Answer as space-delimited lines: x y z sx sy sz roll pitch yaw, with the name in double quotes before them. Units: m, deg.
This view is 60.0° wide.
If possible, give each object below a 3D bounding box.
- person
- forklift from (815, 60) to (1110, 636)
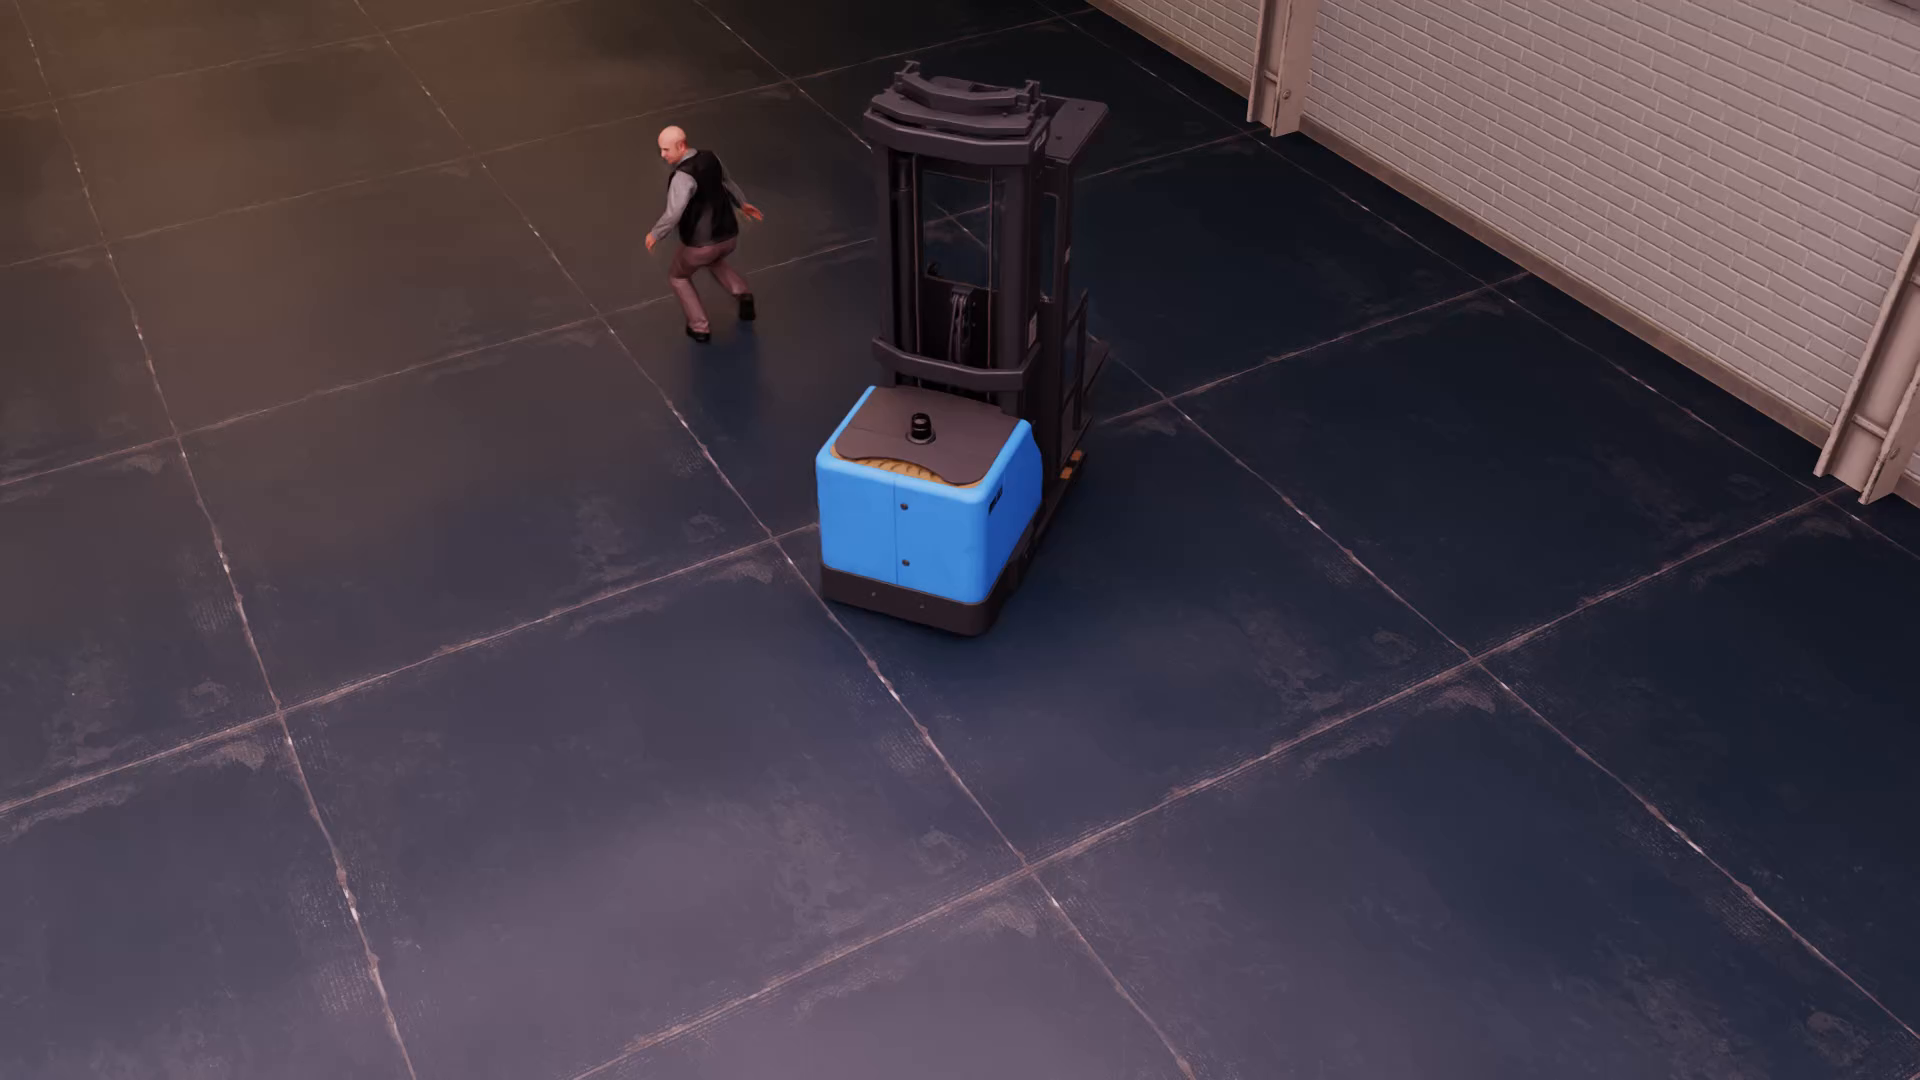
"person" -1.781 -2.193 11.811 0.508 1.574 0.939 24 46 26
"forklift" 0.188 -1.524 9.873 1.130 2.935 3.031 14 42 16
